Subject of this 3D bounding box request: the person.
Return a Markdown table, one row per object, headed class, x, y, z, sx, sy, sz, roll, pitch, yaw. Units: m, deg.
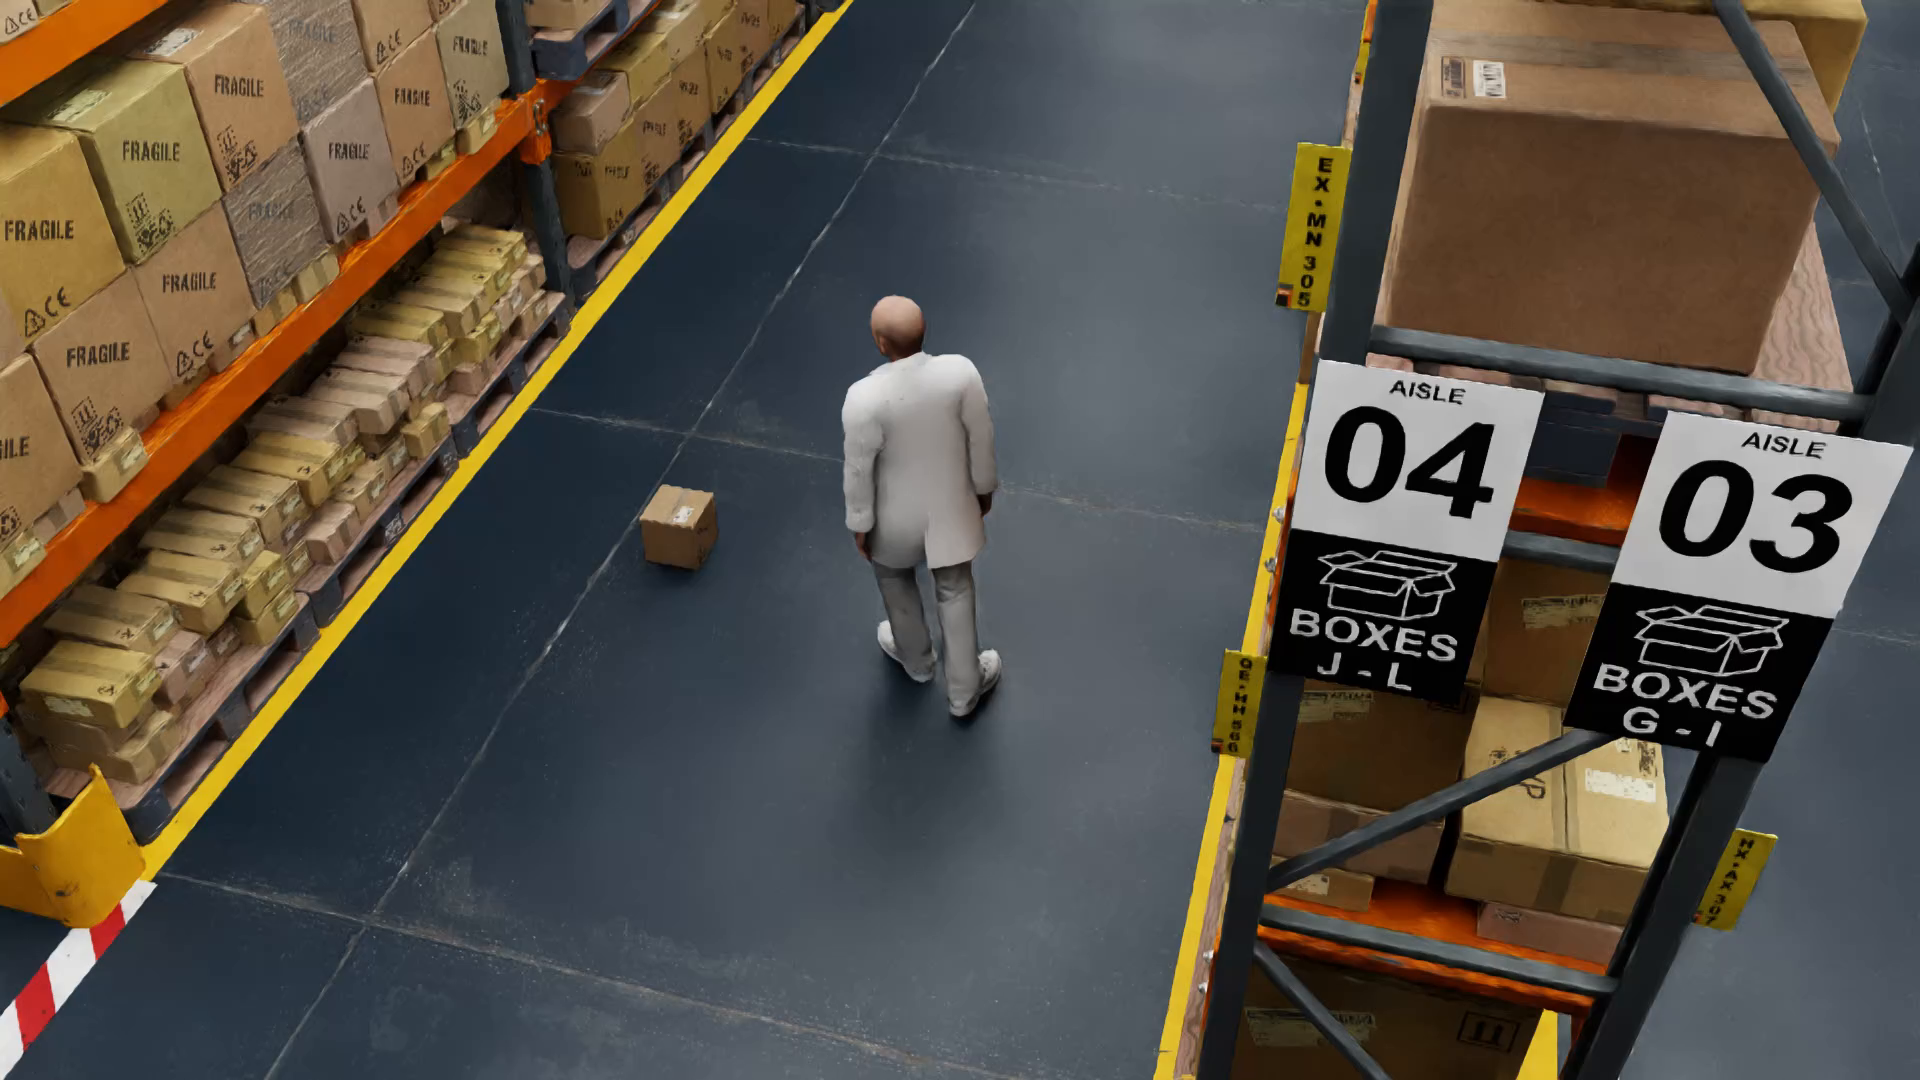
| class | x | y | z | sx | sy | sz | roll | pitch | yaw |
| --- | --- | --- | --- | --- | --- | --- | --- | --- | --- |
| person | -0.136 | -0.116 | 6.307 | 0.612 | 1.767 | 0.627 | -12 | 42 | -13 |
